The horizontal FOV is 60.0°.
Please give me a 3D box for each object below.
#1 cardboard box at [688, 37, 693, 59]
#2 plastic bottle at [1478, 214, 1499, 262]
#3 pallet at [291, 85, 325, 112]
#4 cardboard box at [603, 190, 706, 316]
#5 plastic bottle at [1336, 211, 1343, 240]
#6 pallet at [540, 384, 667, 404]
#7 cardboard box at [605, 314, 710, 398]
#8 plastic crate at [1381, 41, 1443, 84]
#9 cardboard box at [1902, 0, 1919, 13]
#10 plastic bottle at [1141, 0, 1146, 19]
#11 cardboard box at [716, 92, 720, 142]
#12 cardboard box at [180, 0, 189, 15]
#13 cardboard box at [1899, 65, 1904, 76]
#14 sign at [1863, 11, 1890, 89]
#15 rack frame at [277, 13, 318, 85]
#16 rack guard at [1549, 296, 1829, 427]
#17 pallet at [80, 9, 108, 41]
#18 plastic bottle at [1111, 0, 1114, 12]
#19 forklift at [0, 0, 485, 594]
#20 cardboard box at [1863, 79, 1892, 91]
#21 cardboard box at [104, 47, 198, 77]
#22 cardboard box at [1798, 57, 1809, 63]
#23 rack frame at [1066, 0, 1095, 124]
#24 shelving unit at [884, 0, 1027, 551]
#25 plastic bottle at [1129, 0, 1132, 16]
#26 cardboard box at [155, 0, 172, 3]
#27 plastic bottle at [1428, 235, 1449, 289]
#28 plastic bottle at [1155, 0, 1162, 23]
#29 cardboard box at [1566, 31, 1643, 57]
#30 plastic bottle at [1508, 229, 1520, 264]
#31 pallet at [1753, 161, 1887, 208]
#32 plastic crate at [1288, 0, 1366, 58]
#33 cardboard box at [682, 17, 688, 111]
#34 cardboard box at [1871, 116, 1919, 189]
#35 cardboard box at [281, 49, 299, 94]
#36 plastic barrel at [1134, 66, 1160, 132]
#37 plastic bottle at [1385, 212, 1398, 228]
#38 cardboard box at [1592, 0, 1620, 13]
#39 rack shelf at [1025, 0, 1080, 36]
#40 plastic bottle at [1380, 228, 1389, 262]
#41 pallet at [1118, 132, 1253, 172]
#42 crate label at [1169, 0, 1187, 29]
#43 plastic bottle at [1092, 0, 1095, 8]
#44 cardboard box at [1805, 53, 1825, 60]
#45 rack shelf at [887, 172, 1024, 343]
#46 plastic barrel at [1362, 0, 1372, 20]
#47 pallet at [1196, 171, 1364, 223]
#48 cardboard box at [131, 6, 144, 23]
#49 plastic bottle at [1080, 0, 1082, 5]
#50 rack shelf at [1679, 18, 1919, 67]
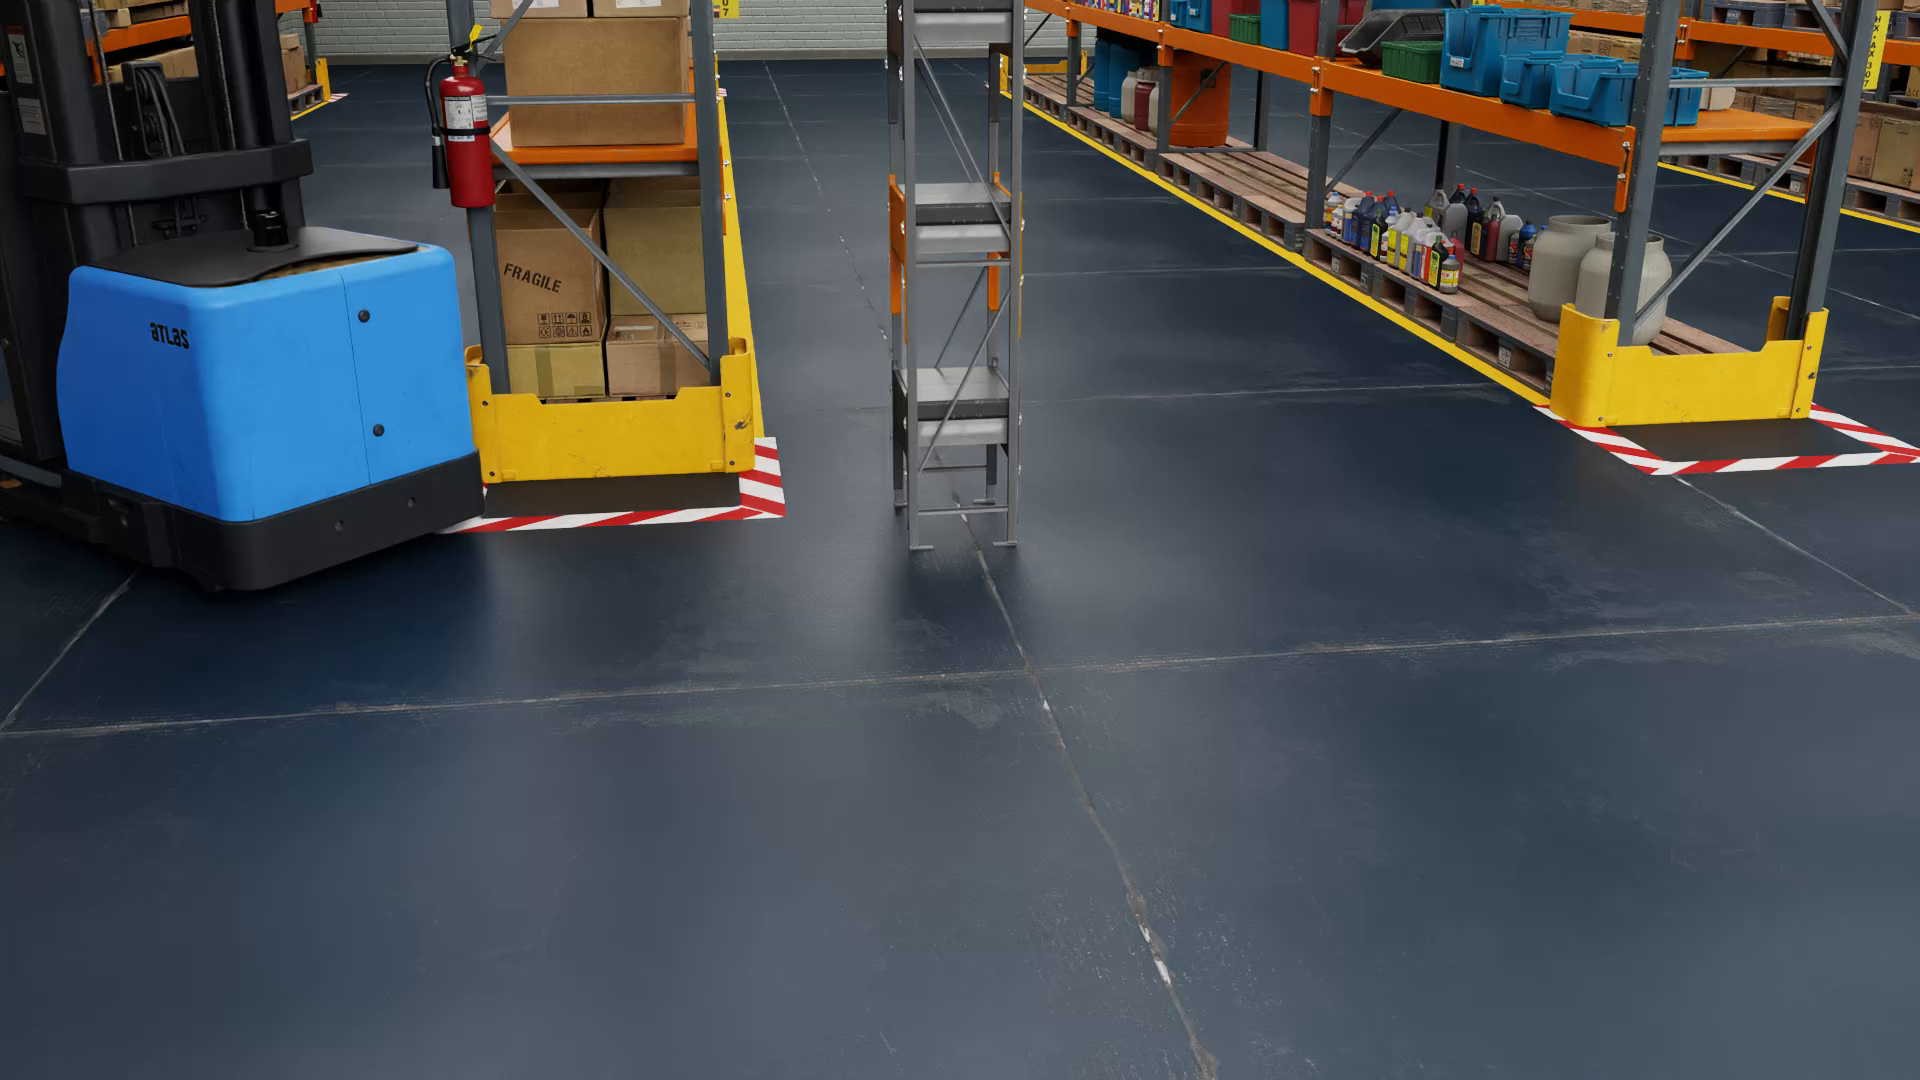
[{"bbox_3d":[-1.968,-3.317,11.168,0.380,0.149,0.250,-3,21,-8],"label":"cardboard box"},{"bbox_3d":[3.226,-1.851,10.138,0.061,0.283,0.133,-3,21,-8],"label":"plastic bottle"},{"bbox_3d":[-8.481,-5.442,20.484,1.003,0.211,1.213,-3,21,-8],"label":"pallet"},{"bbox_3d":[-1.397,-1.362,7.834,0.500,0.500,0.500,-3,21,-8],"label":"cardboard box"},{"bbox_3d":[2.501,-2.058,10.810,0.097,0.201,0.097,0,20,0],"label":"plastic bottle"},{"bbox_3d":[-1.618,-0.689,7.758,1.003,0.211,1.213,-3,21,-8],"label":"pallet"},{"bbox_3d":[-1.323,-0.838,7.502,0.500,0.250,0.500,-3,21,-8],"label":"cardboard box"},{"bbox_3d":[2.776,-2.782,9.681,0.450,0.188,0.662,-3,21,-8],"label":"plastic crate"},{"bbox_3d":[7.785,-4.376,12.187,1.000,1.000,1.000,-3,21,-7],"label":"cardboard box"},{"bbox_3d":[1.742,-4.997,15.492,0.097,0.271,0.097,0,20,0],"label":"plastic bottle"},{"bbox_3d":[-2.402,-3.709,14.804,0.500,0.500,0.500,-2,21,-5],"label":"cardboard box"},{"bbox_3d":[-7.620,-5.158,16.070,0.380,0.149,0.250,-3,21,-8],"label":"cardboard box"},{"bbox_3d":[11.669,-5.826,20.577,0.380,0.149,0.250,-3,21,-7],"label":"cardboard box"},{"bbox_3d":[3.981,-2.137,7.255,0.100,0.325,0.005,-3,21,-8],"label":"sign"},{"bbox_3d":[-8.674,-7.021,20.727,1.000,3.000,0.127,-3,21,-8],"label":"rack frame"},{"bbox_3d":[3.379,-0.834,7.734,1.175,0.500,0.348,-3,21,-8],"label":"rack guard"},{"bbox_3d":[-7.313,-3.920,12.698,1.213,0.211,1.003,-3,21,-8],"label":"pallet"},{"bbox_3d":[1.566,-5.420,16.624,0.097,0.271,0.097,0,20,0],"label":"plastic bottle"},{"bbox_3d":[-3.298,-1.575,6.245,3.031,2.935,1.130,14,25,33],"label":"forklift"},{"bbox_3d":[11.137,-5.580,20.345,0.380,0.149,0.250,-3,21,-7],"label":"cardboard box"},{"bbox_3d":[-7.744,-4.300,15.913,0.750,0.750,0.750,-2,21,-6],"label":"cardboard box"},{"bbox_3d":[11.049,-6.152,21.450,0.380,0.149,0.250,-4,21,-10],"label":"cardboard box"},{"bbox_3d":[1.706,-6.136,18.357,1.000,3.000,0.127,-3,21,-8],"label":"rack frame"},{"bbox_3d":[-0.024,-1.041,6.002,0.431,2.100,0.503,-3,21,-8],"label":"shelving unit"},{"bbox_3d":[1.672,-5.133,15.956,0.097,0.201,0.097,0,20,0],"label":"plastic bottle"},{"bbox_3d":[-7.557,-5.161,15.151,0.500,0.500,0.500,-2,21,-6],"label":"cardboard box"},{"bbox_3d":[2.703,-1.568,9.380,0.061,0.283,0.133,-2,21,-6],"label":"plastic bottle"},{"bbox_3d":[1.802,-4.815,14.987,0.061,0.283,0.133,-3,21,-8],"label":"plastic bottle"},{"bbox_3d":[6.984,-4.751,17.086,1.225,0.875,0.875,-3,21,-8],"label":"cardboard box"},{"bbox_3d":[3.375,-1.778,10.061,0.097,0.201,0.097,0,20,0],"label":"plastic bottle"},{"bbox_3d":[7.468,-3.002,13.952,1.003,0.211,1.213,-3,21,-8],"label":"pallet"},{"bbox_3d":[2.487,-3.548,11.337,0.402,0.464,0.583,-3,21,-8],"label":"plastic crate"},{"bbox_3d":[-1.667,-2.295,7.932,0.700,0.500,0.500,-3,21,-7],"label":"cardboard box"},{"bbox_3d":[7.643,-3.030,12.987,0.700,0.500,0.500,-3,21,-8],"label":"cardboard box"},{"bbox_3d":[-8.402,-5.636,19.992,0.700,0.500,0.500,-3,21,-8],"label":"cardboard box"},{"bbox_3d":[2.033,-4.377,16.495,0.600,0.588,0.708,-3,21,-8],"label":"plastic barrel"},{"bbox_3d":[2.651,-1.879,10.231,0.097,0.271,0.097,0,20,0],"label":"plastic bottle"},{"bbox_3d":[6.724,-5.558,16.668,0.500,0.500,0.500,-4,21,-10],"label":"cardboard box"},{"bbox_3d":[1.418,-6.491,20.337,1.077,0.370,4.000,-3,21,-8],"label":"rack shelf"},{"bbox_3d":[2.610,-1.796,10.108,0.097,0.201,0.097,0,20,0],"label":"plastic bottle"},{"bbox_3d":[2.128,-3.715,15.862,1.003,0.211,1.213,-3,21,-8],"label":"pallet"},{"bbox_3d":[1.973,-4.508,14.237,0.303,0.233,0.416,-3,21,-8],"label":"crate label"},{"bbox_3d":[1.438,-5.728,17.448,0.097,0.271,0.097,0,20,0],"label":"plastic bottle"},{"bbox_3d":[11.012,-6.206,21.169,0.380,0.149,0.250,-4,21,-10],"label":"cardboard box"},{"bbox_3d":[-0.024,-1.028,6.007,0.431,0.518,0.480,-3,21,-8],"label":"rack shelf"},{"bbox_3d":[2.939,-3.772,11.833,0.433,0.535,0.433,0,20,0],"label":"plastic barrel"},{"bbox_3d":[2.529,-2.753,13.285,1.003,0.211,1.213,-3,21,-8],"label":"pallet"},{"bbox_3d":[-7.552,-4.712,14.877,0.380,0.149,0.250,-3,21,-7],"label":"cardboard box"},{"bbox_3d":[1.337,-5.933,17.980,0.061,0.283,0.133,-3,21,-8],"label":"plastic bottle"},{"bbox_3d":[7.472,-3.971,13.589,1.077,0.370,4.000,-3,21,-8],"label":"rack shelf"}]
